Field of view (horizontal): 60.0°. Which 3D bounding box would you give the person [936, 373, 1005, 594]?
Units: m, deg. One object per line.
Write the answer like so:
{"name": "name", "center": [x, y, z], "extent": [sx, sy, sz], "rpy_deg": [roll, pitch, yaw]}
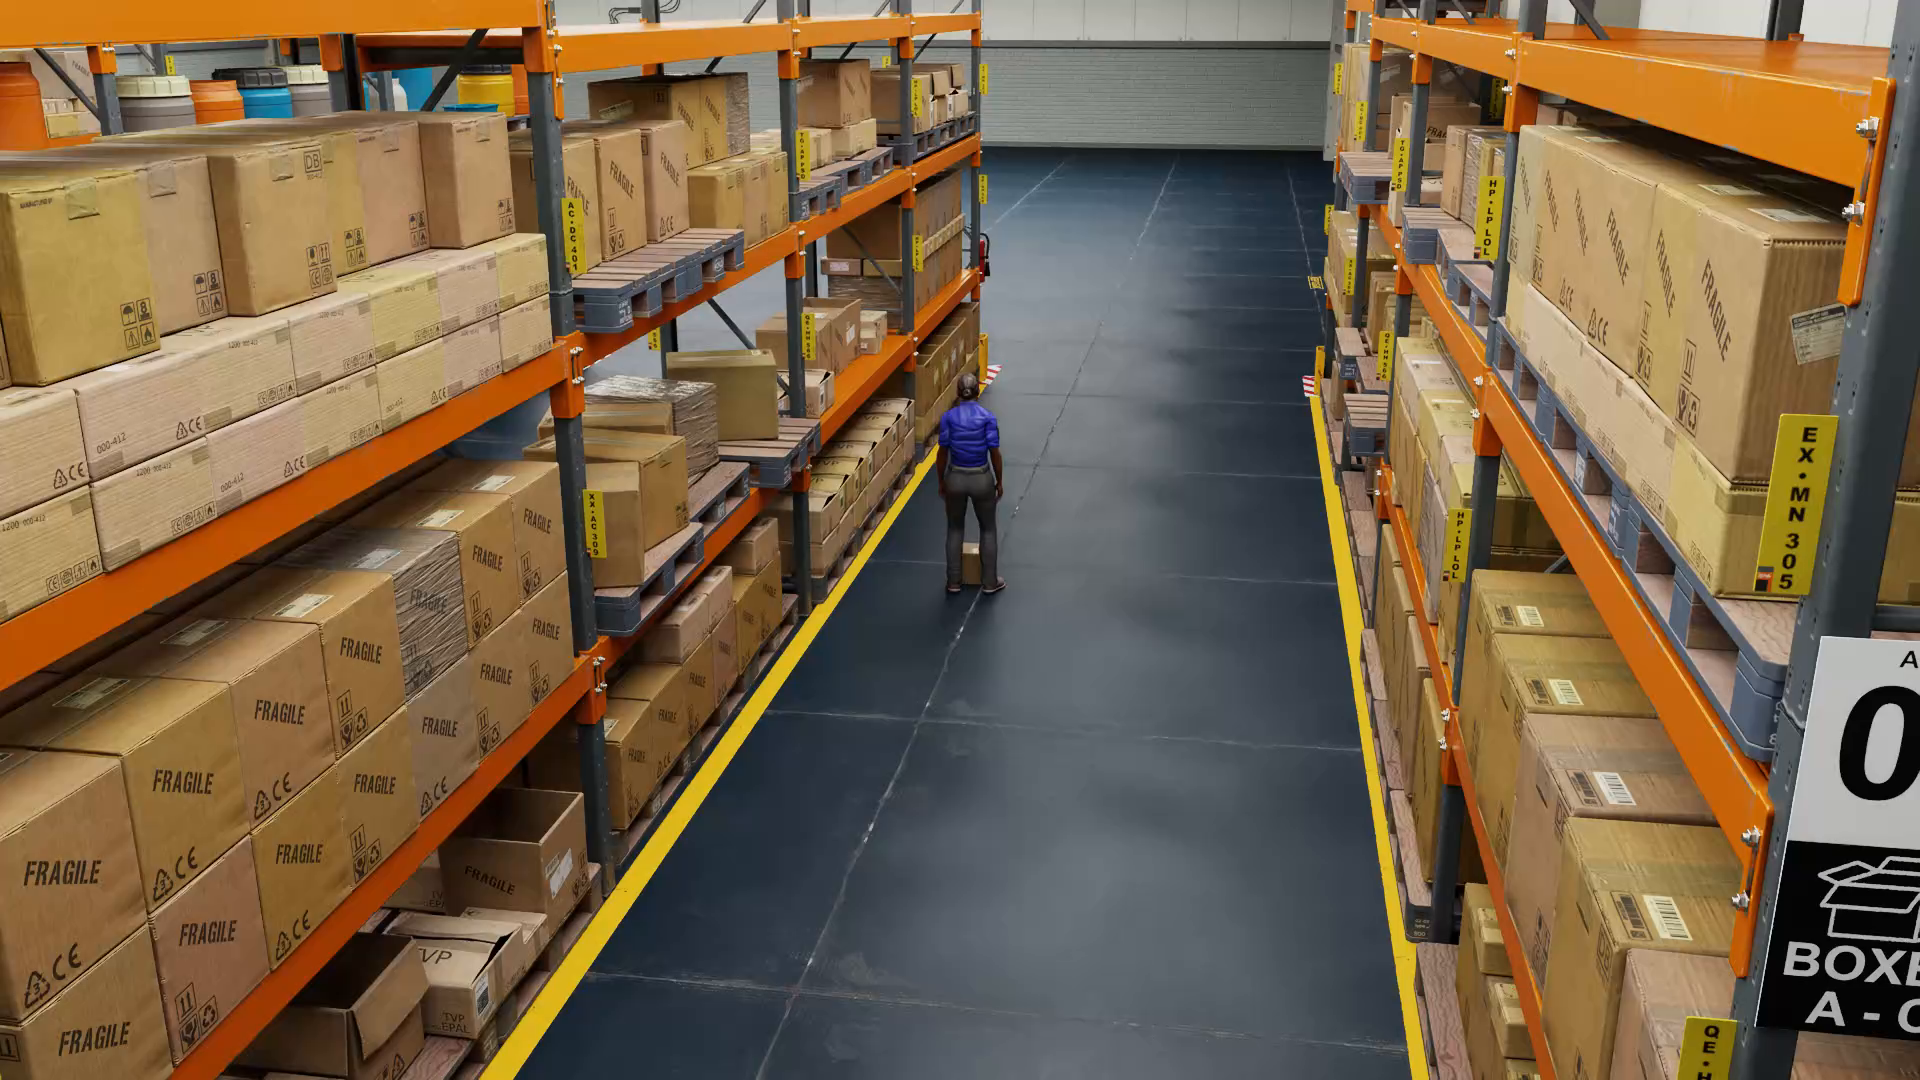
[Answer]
{"name": "person", "center": [0.080, -0.412, 12.331], "extent": [0.506, 1.654, 0.350], "rpy_deg": [2, 18, 7]}
